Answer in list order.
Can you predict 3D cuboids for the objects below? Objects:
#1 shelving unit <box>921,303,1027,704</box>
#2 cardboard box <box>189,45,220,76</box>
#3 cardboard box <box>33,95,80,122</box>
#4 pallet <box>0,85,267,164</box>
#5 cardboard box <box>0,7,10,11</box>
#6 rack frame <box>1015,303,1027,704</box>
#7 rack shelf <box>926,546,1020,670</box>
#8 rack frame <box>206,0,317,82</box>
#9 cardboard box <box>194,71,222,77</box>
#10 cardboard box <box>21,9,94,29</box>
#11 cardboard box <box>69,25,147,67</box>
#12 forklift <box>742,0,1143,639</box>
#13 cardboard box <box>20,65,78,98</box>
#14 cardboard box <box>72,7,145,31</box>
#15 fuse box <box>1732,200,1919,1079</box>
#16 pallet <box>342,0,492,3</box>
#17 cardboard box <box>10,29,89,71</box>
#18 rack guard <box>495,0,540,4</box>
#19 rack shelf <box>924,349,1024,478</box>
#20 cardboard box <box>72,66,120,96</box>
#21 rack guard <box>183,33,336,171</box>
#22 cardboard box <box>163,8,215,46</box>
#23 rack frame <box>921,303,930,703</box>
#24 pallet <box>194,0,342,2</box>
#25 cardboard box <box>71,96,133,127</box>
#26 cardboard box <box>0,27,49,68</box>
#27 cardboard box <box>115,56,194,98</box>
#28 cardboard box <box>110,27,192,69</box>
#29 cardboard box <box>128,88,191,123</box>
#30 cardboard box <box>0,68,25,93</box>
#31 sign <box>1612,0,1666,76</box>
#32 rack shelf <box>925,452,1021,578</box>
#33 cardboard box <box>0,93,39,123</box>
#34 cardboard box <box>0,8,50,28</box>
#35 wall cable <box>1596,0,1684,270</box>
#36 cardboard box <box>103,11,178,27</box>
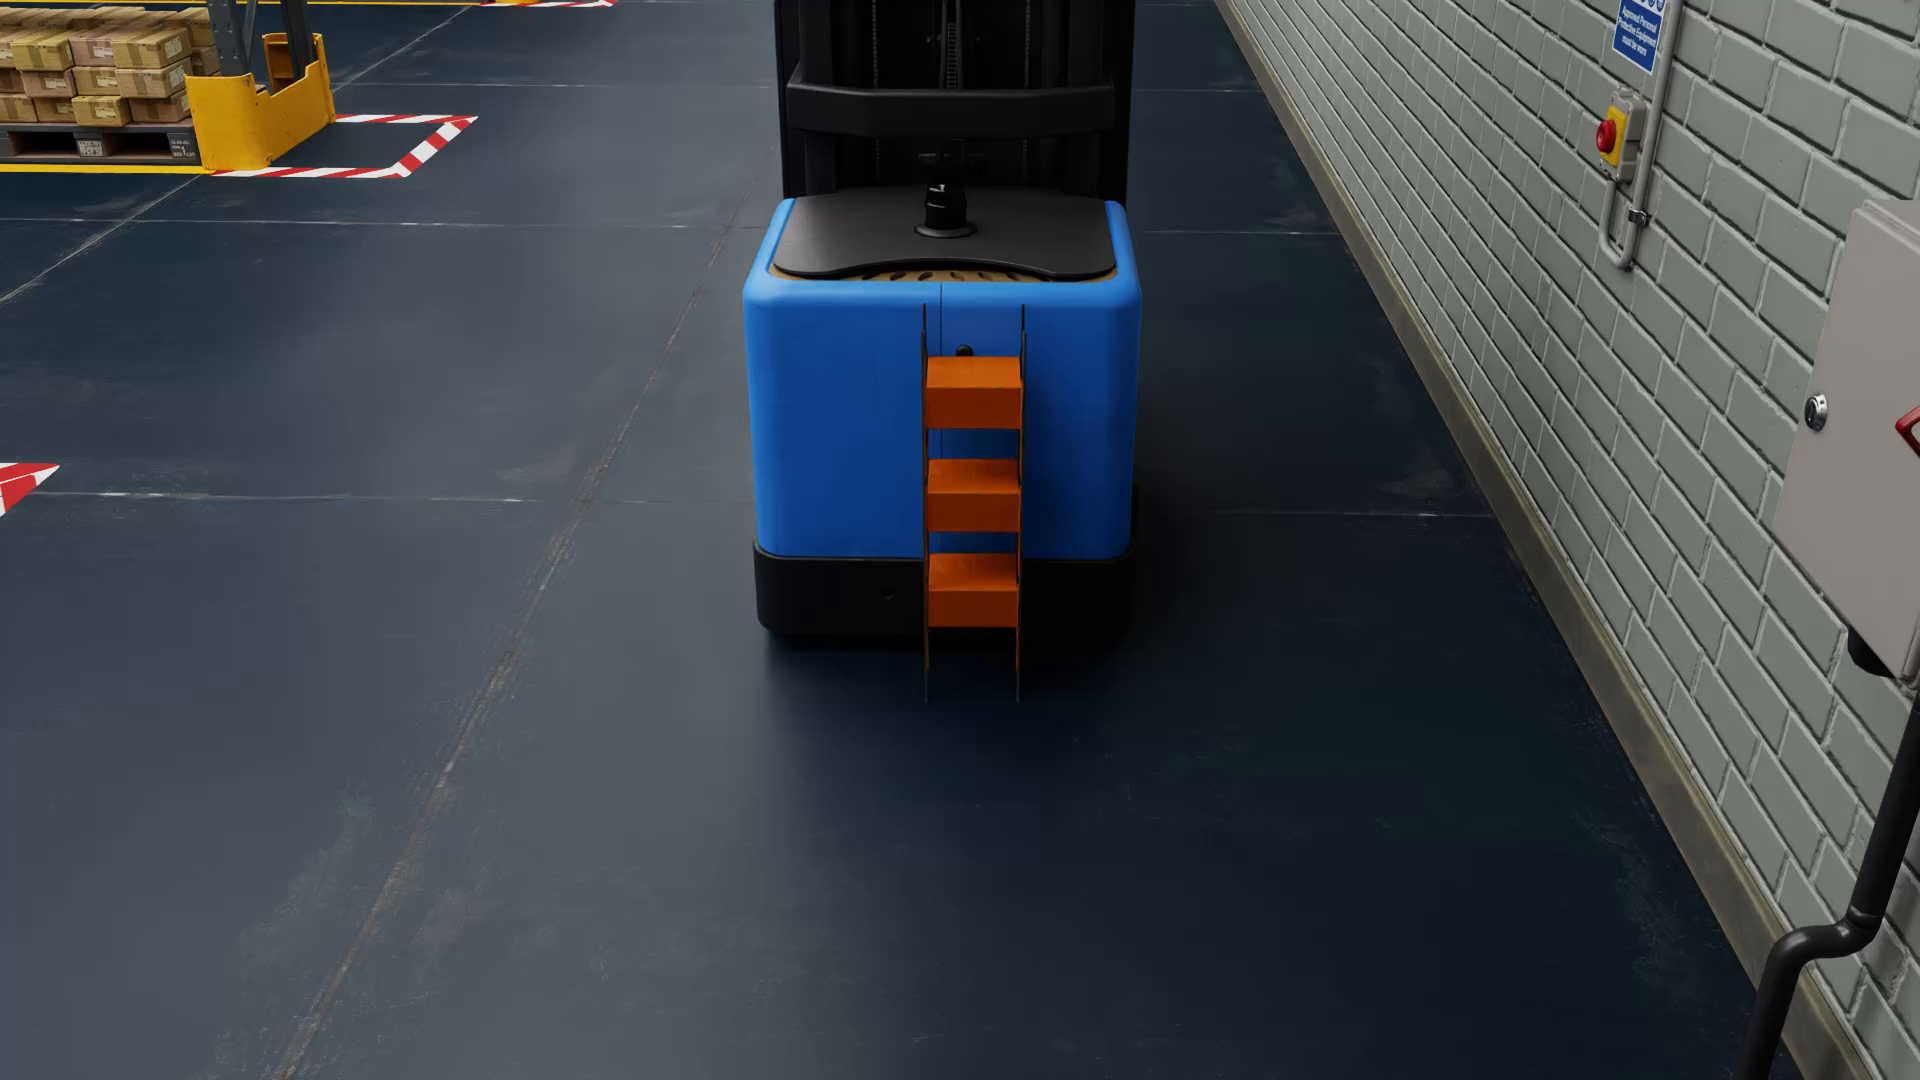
[{"bbox_3d":[0.034,-0.075,4.270,0.252,1.050,0.215,0,28,0],"label":"shelving unit"},{"bbox_3d":[-4.385,-2.792,9.591,0.250,0.149,0.380,2,28,4],"label":"cardboard box"},{"bbox_3d":[-4.925,-2.444,9.253,0.250,0.149,0.380,1,28,2],"label":"cardboard box"},{"bbox_3d":[-4.757,-2.405,9.561,1.213,0.211,1.003,1,28,2],"label":"pallet"},{"bbox_3d":[-5.698,-2.974,9.619,0.250,0.149,0.380,1,28,3],"label":"cardboard box"},{"bbox_3d":[0.156,-0.074,4.269,0.008,1.050,0.200,0,28,0],"label":"rack frame"},{"bbox_3d":[0.034,0.180,4.405,0.240,0.259,0.215,0,28,0],"label":"rack shelf"},{"bbox_3d":[-3.870,-3.605,8.849,0.127,3.000,1.000,1,28,2],"label":"rack frame"},{"bbox_3d":[-4.383,-2.690,9.717,0.250,0.149,0.380,2,28,3],"label":"cardboard box"},{"bbox_3d":[-5.160,-2.940,9.553,0.250,0.149,0.380,0,28,-1],"label":"cardboard box"},{"bbox_3d":[-4.658,-2.715,9.130,0.250,0.149,0.380,1,28,3],"label":"cardboard box"},{"bbox_3d":[-0.010,-1.673,5.276,1.130,2.935,3.031,1,28,1],"label":"forklift"},{"bbox_3d":[-4.927,-2.546,9.127,0.250,0.149,0.380,0,28,0],"label":"cardboard box"},{"bbox_3d":[-4.909,-2.974,9.618,0.250,0.149,0.380,1,28,2],"label":"cardboard box"},{"bbox_3d":[1.472,0.346,2.771,0.414,1.711,0.539,1,28,2],"label":"fuse box"},{"bbox_3d":[-4.396,-4.670,13.834,1.213,0.211,1.003,1,28,2],"label":"pallet"},{"bbox_3d":[-4.921,-2.660,9.026,0.250,0.149,0.380,0,28,1],"label":"cardboard box"},{"bbox_3d":[-3.570,-4.821,13.810,0.348,0.500,1.175,1,28,2],"label":"rack guard"},{"bbox_3d":[0.034,-0.316,4.142,0.240,0.259,0.215,0,28,0],"label":"rack shelf"},{"bbox_3d":[-4.667,-2.567,9.169,0.250,0.149,0.380,0,28,1],"label":"cardboard box"},{"bbox_3d":[-3.946,-2.502,9.437,0.348,0.500,1.175,1,28,2],"label":"rack guard"},{"bbox_3d":[-4.382,-2.962,9.595,0.250,0.149,0.380,0,28,-1],"label":"cardboard box"},{"bbox_3d":[-0.088,-0.075,4.271,0.008,1.050,0.200,0,28,0],"label":"rack frame"},{"bbox_3d":[-5.612,-4.691,13.875,1.213,0.211,1.003,1,28,2],"label":"pallet"},{"bbox_3d":[-4.664,-2.399,9.169,0.250,0.149,0.380,2,28,3],"label":"cardboard box"},{"bbox_3d":[-5.177,-2.694,9.090,0.250,0.149,0.380,0,28,0],"label":"cardboard box"},{"bbox_3d":[-4.408,-2.538,9.113,0.250,0.149,0.380,0,28,0],"label":"cardboard box"},{"bbox_3d":[-4.408,-2.684,9.071,0.250,0.149,0.380,1,28,2],"label":"cardboard box"},{"bbox_3d":[-4.404,-2.442,9.250,0.250,0.149,0.380,1,28,3],"label":"cardboard box"},{"bbox_3d":[-5.192,-2.598,9.227,0.250,0.149,0.380,1,28,1],"label":"cardboard box"},{"bbox_3d":[1.755,-1.345,4.297,0.001,0.218,0.327,1,28,2],"label":"sign"},{"bbox_3d":[0.034,-0.066,4.275,0.240,0.259,0.215,0,28,0],"label":"rack shelf"},{"bbox_3d":[-5.173,-2.442,9.249,0.250,0.149,0.380,1,28,2],"label":"cardboard box"},{"bbox_3d":[-5.437,-2.949,9.570,0.250,0.149,0.380,2,28,4],"label":"cardboard box"},{"bbox_3d":[1.692,-1.667,4.074,0.123,1.953,0.585,1,28,2],"label":"wall cable"},{"bbox_3d":[-4.662,-2.910,9.497,0.250,0.149,0.380,1,28,3],"label":"cardboard box"}]
